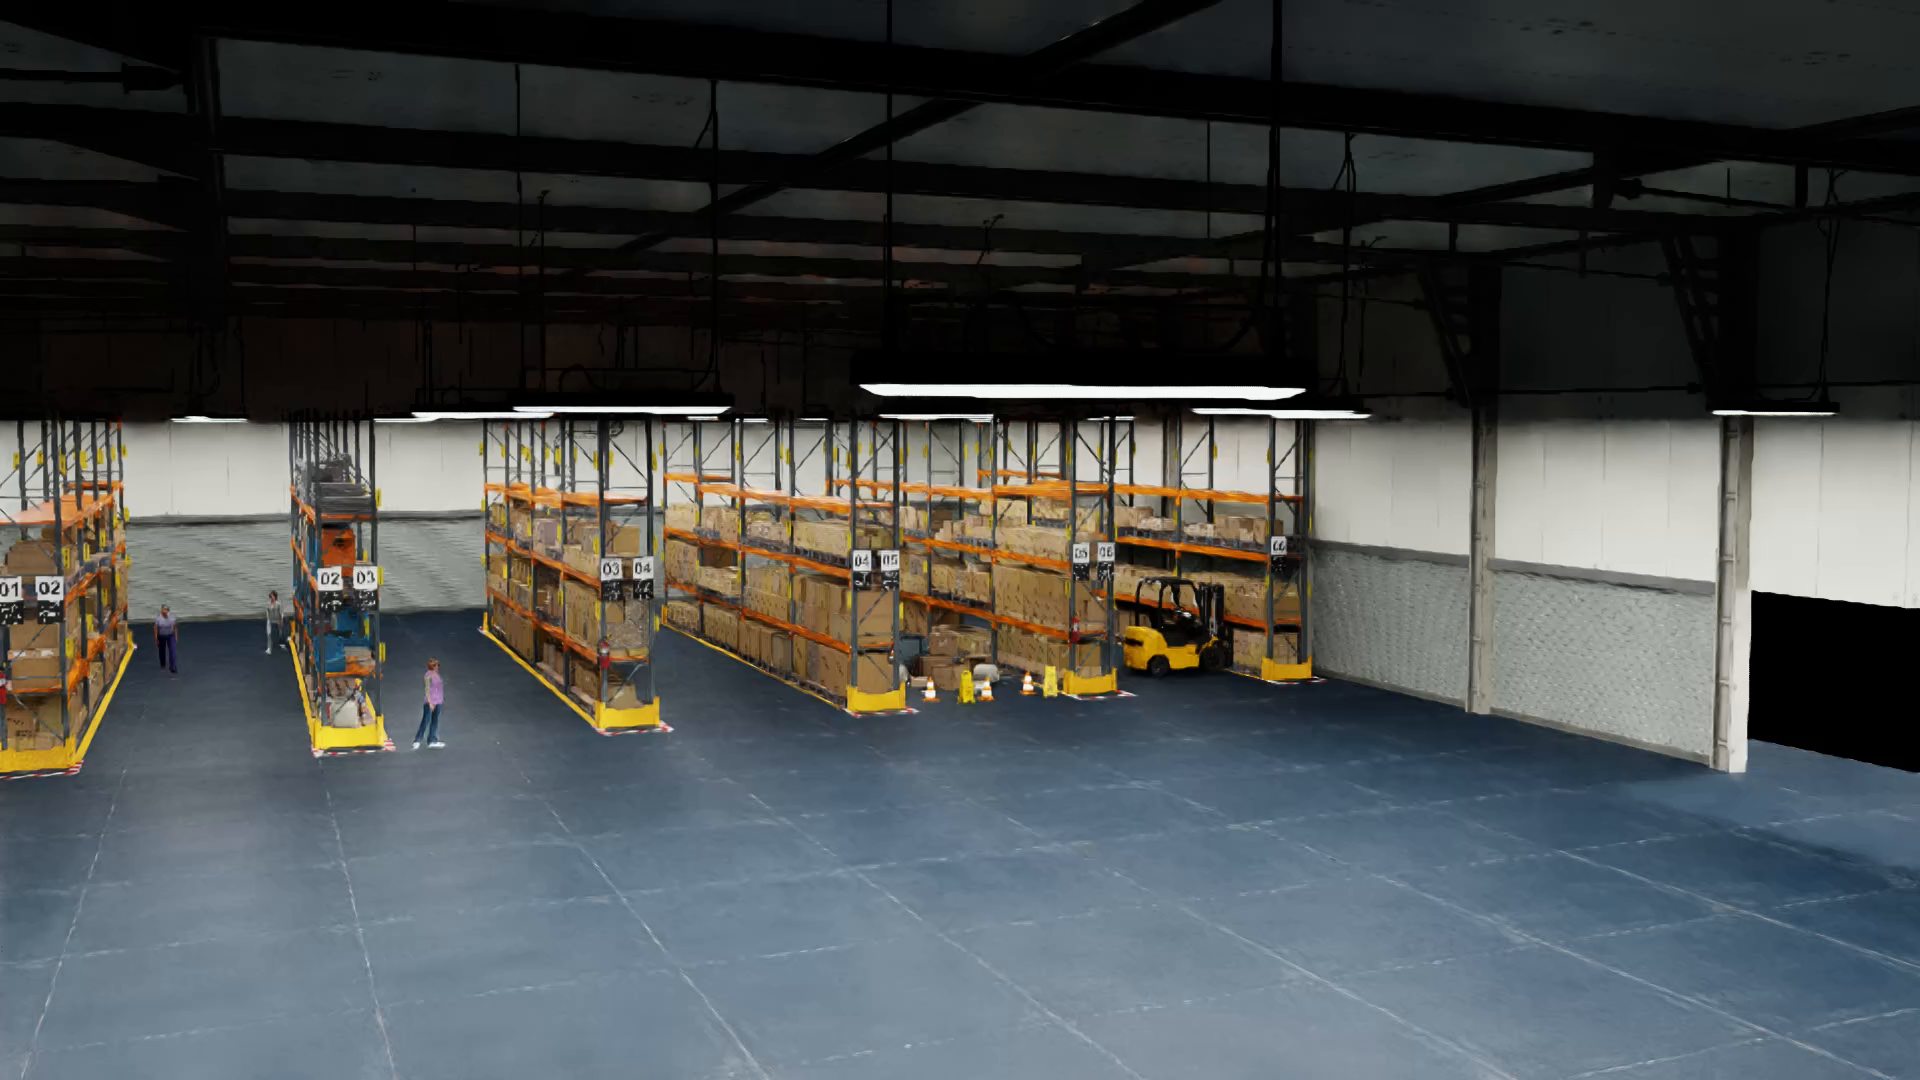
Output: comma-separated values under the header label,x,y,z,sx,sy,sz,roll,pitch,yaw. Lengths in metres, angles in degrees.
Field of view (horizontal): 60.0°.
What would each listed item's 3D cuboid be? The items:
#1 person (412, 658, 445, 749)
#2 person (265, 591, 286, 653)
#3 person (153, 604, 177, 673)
label,x,y,z,sx,sy,sz,roll,pitch,yaw
person,-9.384,2.883,29.268,0.436,1.592,0.584,1,4,14
person,-17.130,2.023,41.645,0.439,1.542,0.848,0,4,-7
person,-18.275,2.246,38.237,0.481,1.565,1.090,-2,4,-25
